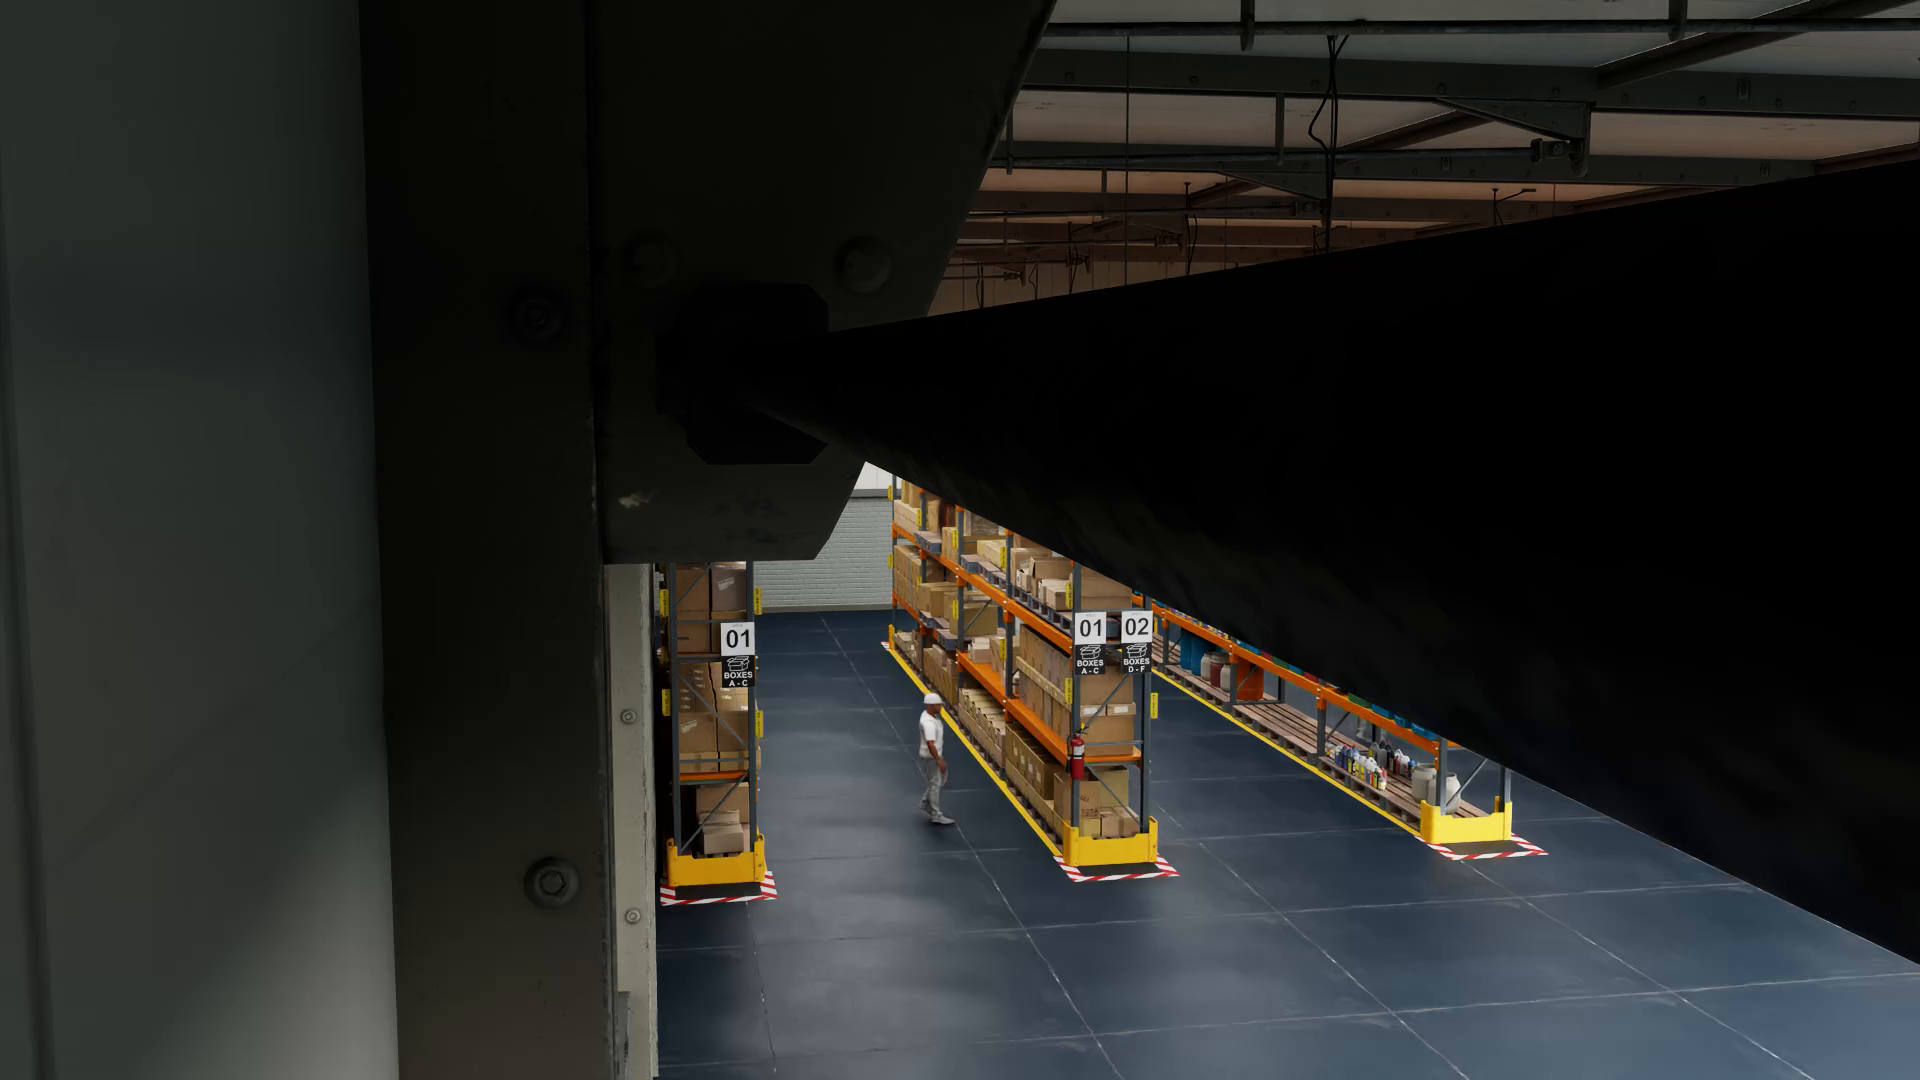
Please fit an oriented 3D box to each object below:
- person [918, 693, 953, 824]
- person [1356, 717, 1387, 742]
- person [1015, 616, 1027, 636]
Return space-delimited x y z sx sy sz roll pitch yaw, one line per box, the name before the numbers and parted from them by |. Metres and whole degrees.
person | -0.331 2.981 22.876 0.512 1.773 0.734 0 6 4
person | 6.868 2.449 27.764 0.407 1.772 0.598 -6 8 -42
person | 1.309 1.785 34.641 0.462 1.615 1.065 -2 6 -14
